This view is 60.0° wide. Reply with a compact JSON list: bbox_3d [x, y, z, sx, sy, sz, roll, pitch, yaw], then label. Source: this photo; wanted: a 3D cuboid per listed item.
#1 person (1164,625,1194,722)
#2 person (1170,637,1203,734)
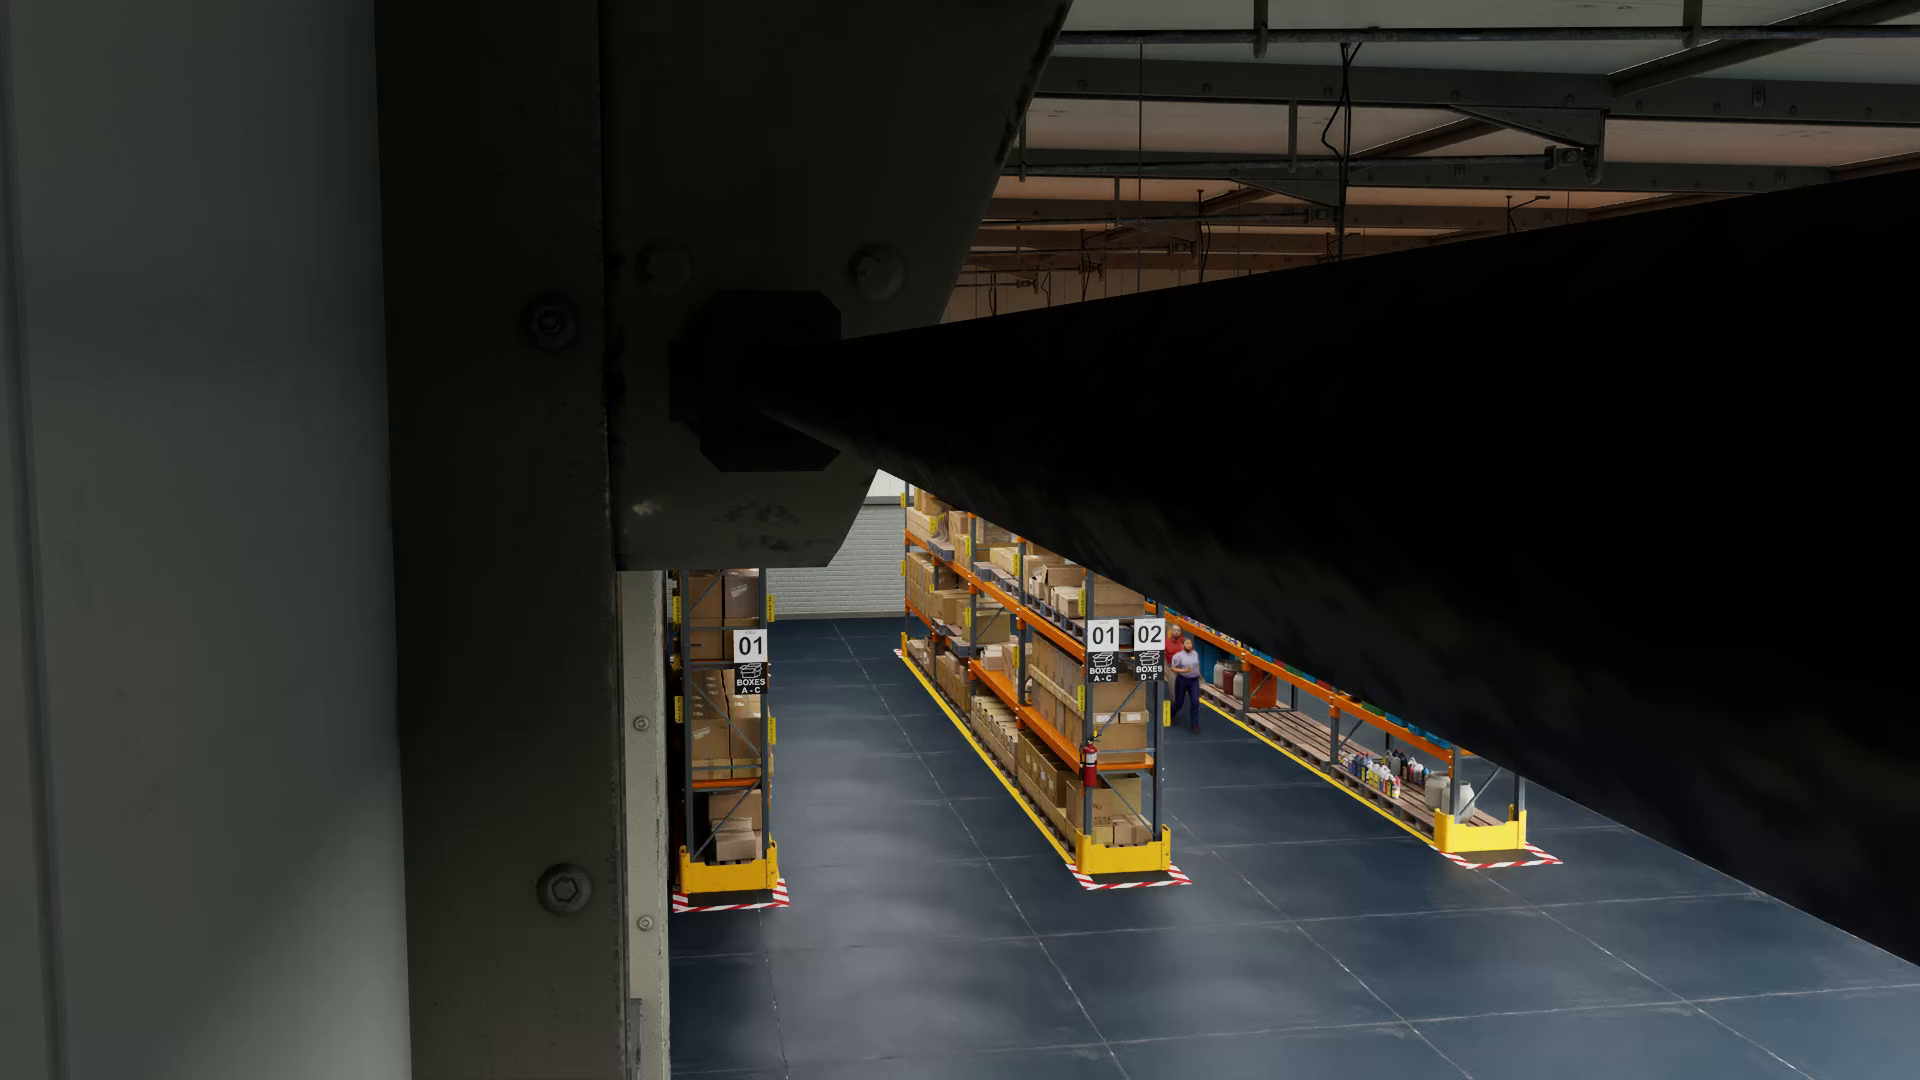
[{"bbox_3d":[3.905,2.370,30.070,0.661,1.739,0.805,0,6,-4],"label":"person"},{"bbox_3d":[3.955,2.503,28.989,0.614,1.624,0.917,-2,6,-15],"label":"person"}]
